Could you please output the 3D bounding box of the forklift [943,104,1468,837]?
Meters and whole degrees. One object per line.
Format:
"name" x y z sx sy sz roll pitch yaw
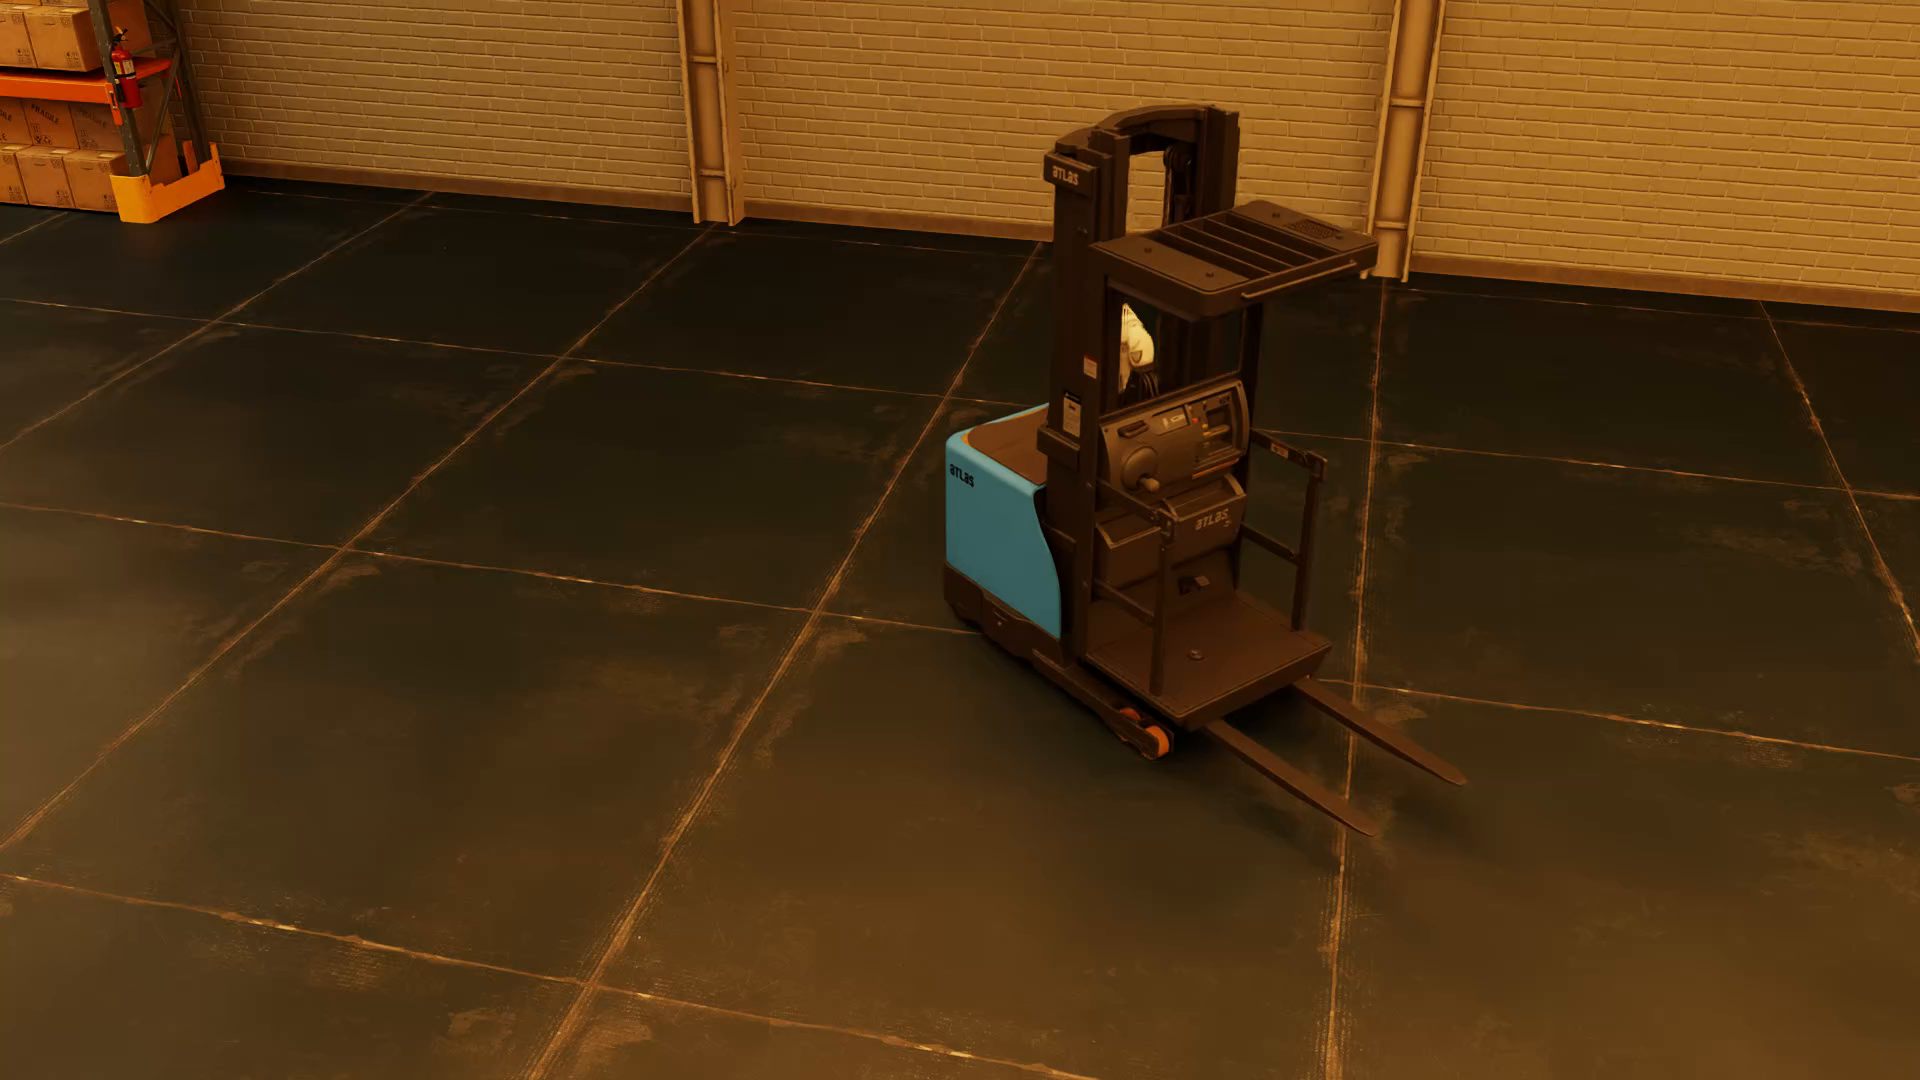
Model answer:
"forklift" 1.189 -0.464 7.988 1.130 2.935 3.031 -20 35 -31

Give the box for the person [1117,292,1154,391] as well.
"person" 0.861 -0.855 9.986 0.461 1.733 0.896 -24 37 -35
